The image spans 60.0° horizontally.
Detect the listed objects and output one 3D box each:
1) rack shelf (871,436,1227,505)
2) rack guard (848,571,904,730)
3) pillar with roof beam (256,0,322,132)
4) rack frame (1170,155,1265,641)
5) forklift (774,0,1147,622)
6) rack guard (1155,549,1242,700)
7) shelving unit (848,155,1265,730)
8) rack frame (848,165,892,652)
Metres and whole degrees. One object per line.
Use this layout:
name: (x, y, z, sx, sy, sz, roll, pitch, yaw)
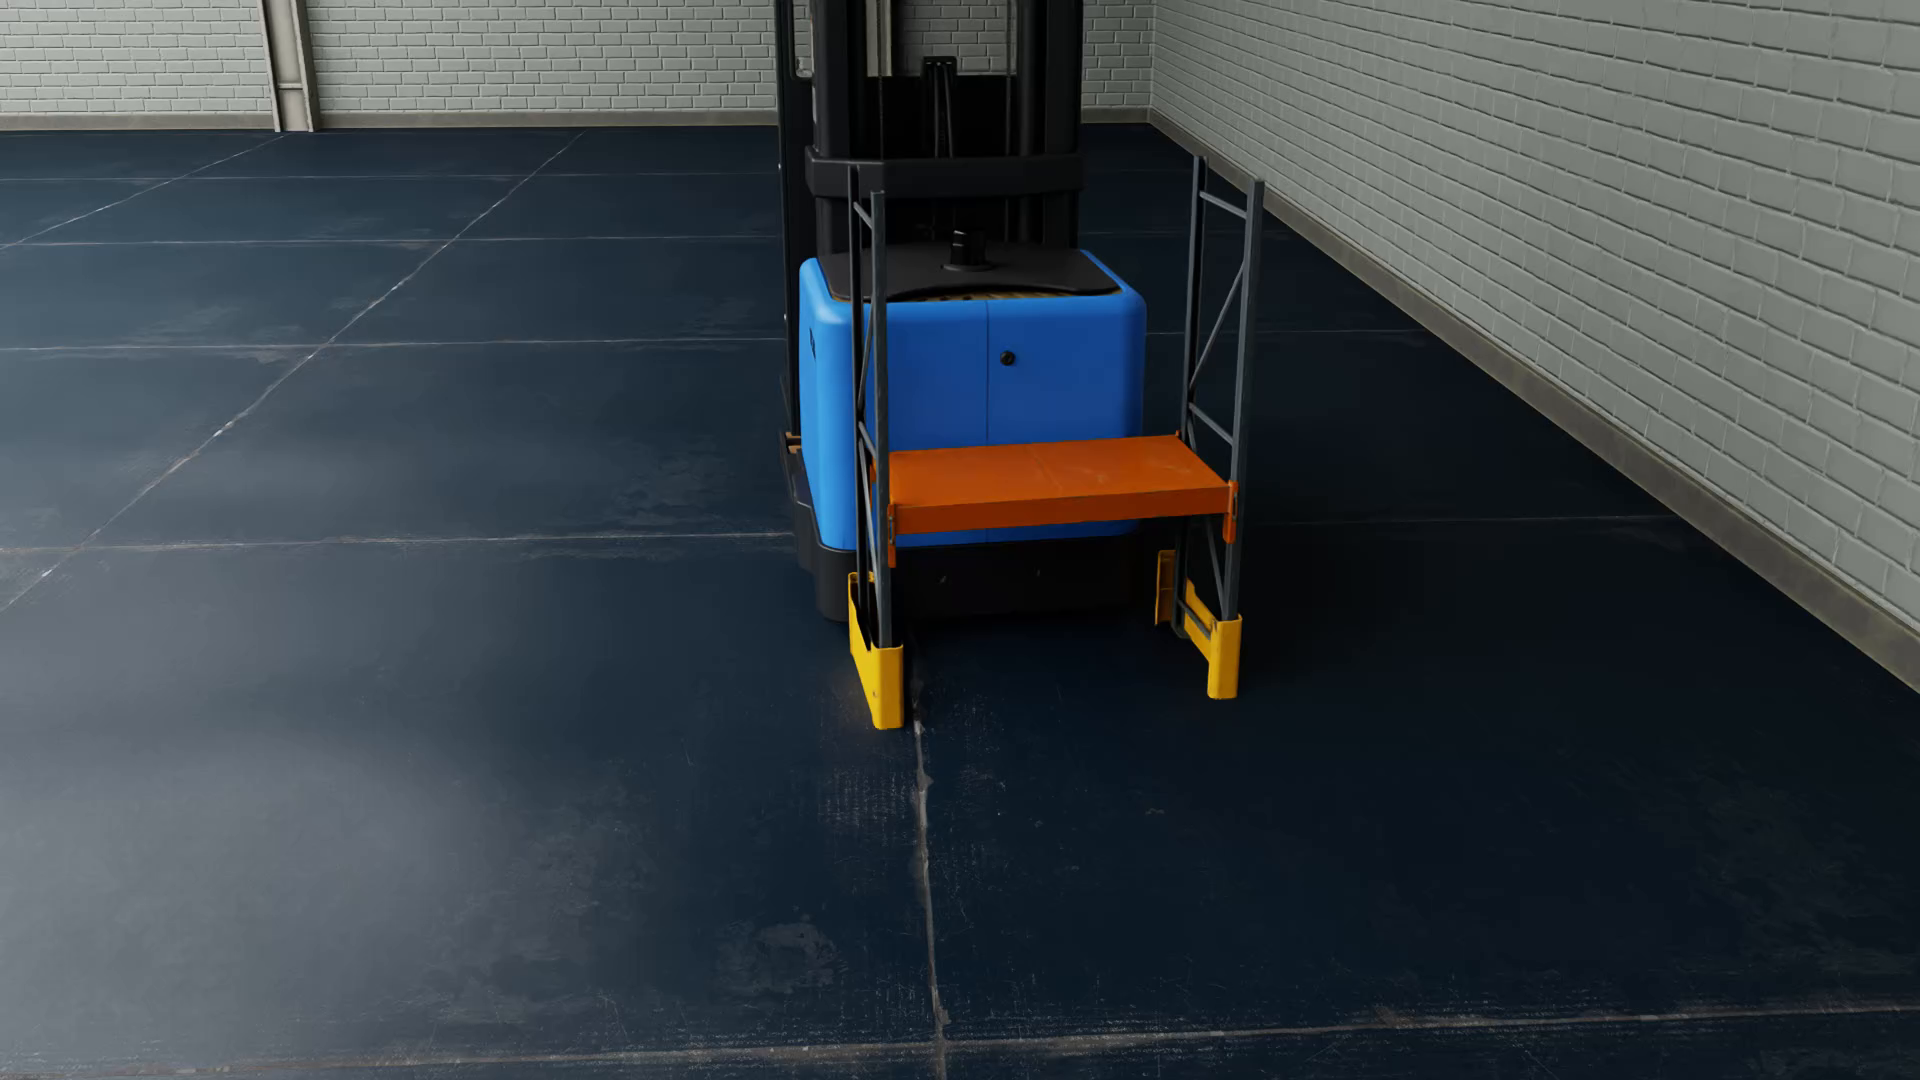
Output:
rack shelf: (0.246, -0.195, 4.843, 0.952, 0.026, 0.459, -4, 21, -10)
rack guard: (-0.252, 0.318, 4.935, 0.087, 0.250, 0.587, -4, 21, -10)
pillar with roof beam: (-6.662, -6.963, 11.761, 0.400, 9.000, 9.100, -1, 21, -3)
rack frame: (0.745, -0.335, 4.894, 0.032, 1.500, 0.500, -4, 21, -10)
forklift: (-15.121, -2.959, 9.774, 29.544, 2.935, 15.203, -3, 21, -8)
rack guard: (0.726, 0.250, 5.113, 0.087, 0.250, 0.587, -4, 21, -10)
shelving unit: (0.237, -0.300, 4.802, 1.083, 1.500, 0.587, -4, 21, -10)
rack frame: (-0.253, -0.266, 4.712, 0.032, 1.500, 0.500, -4, 21, -10)
